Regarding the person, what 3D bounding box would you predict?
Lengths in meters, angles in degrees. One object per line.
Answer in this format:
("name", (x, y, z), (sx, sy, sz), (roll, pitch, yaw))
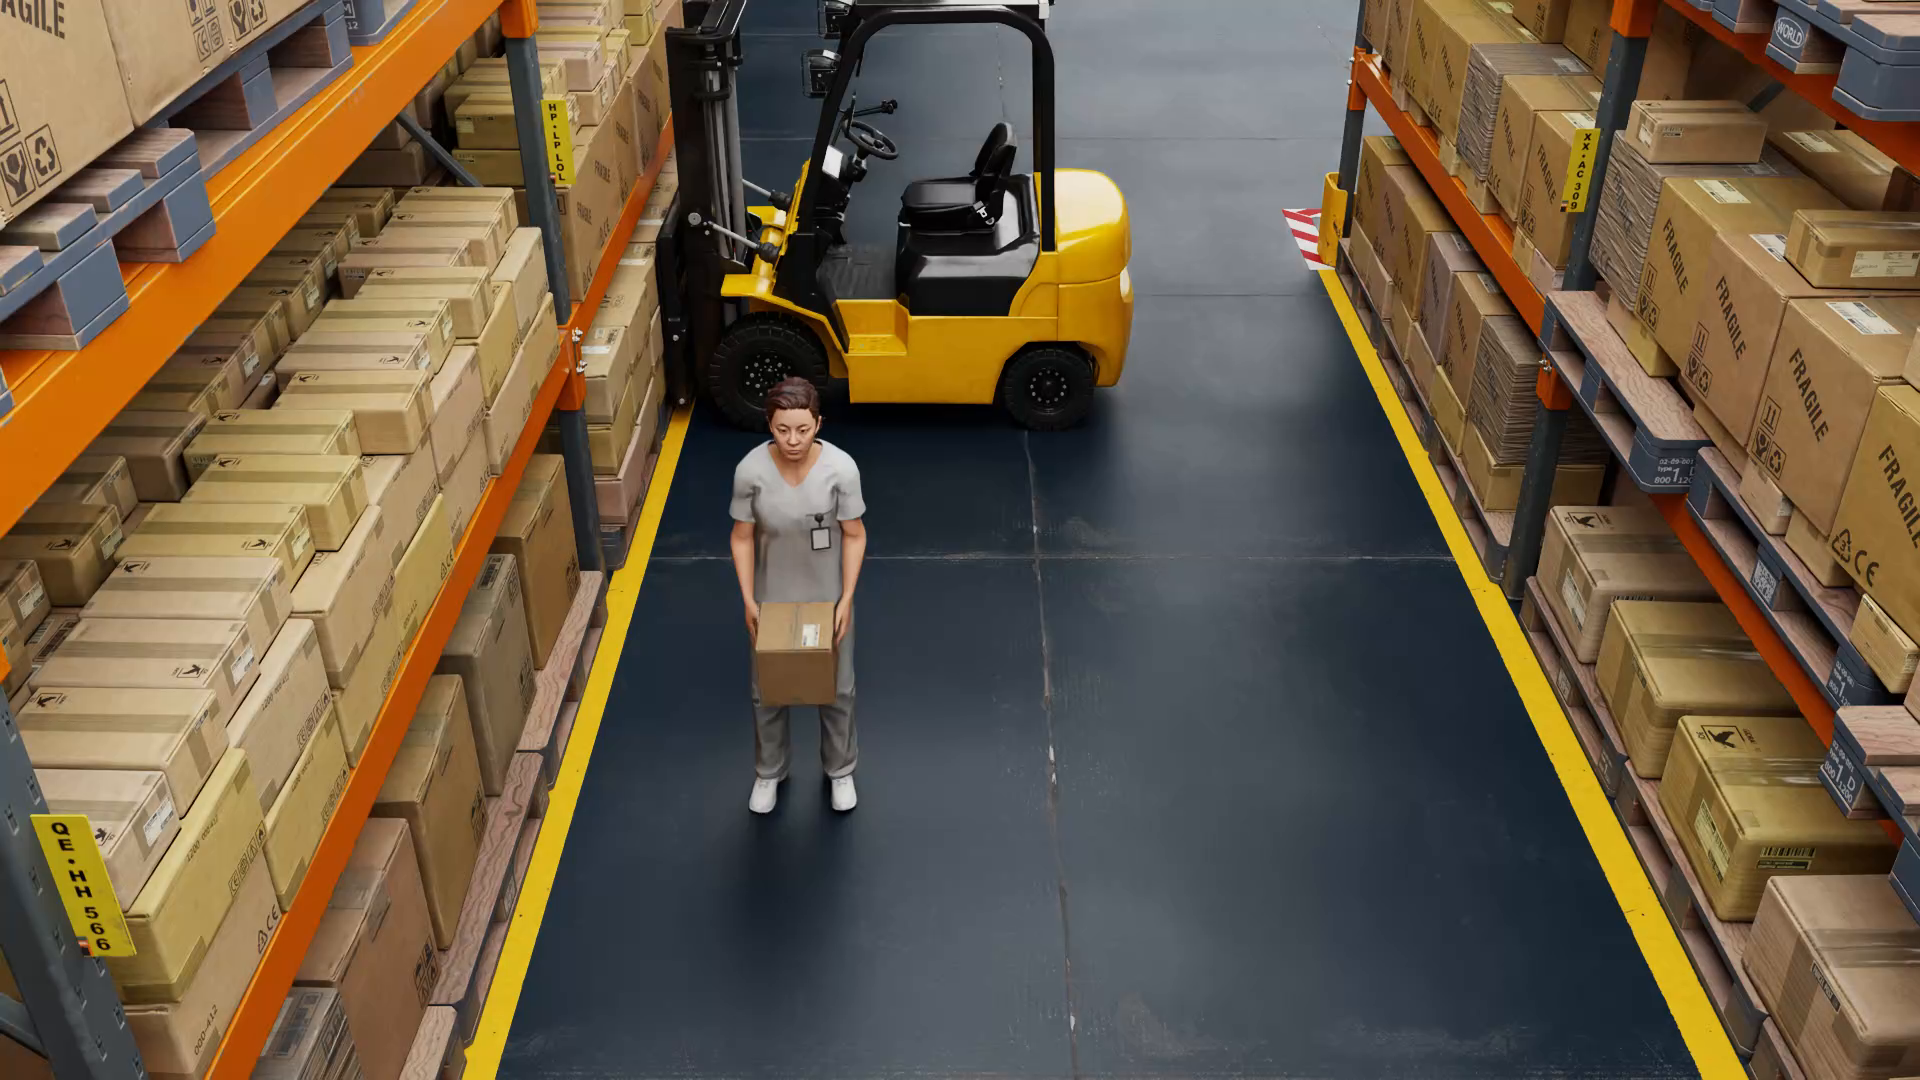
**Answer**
("person", (-0.550, 0.216, 5.783), (0.466, 1.675, 0.412), (-1, 32, -1))
